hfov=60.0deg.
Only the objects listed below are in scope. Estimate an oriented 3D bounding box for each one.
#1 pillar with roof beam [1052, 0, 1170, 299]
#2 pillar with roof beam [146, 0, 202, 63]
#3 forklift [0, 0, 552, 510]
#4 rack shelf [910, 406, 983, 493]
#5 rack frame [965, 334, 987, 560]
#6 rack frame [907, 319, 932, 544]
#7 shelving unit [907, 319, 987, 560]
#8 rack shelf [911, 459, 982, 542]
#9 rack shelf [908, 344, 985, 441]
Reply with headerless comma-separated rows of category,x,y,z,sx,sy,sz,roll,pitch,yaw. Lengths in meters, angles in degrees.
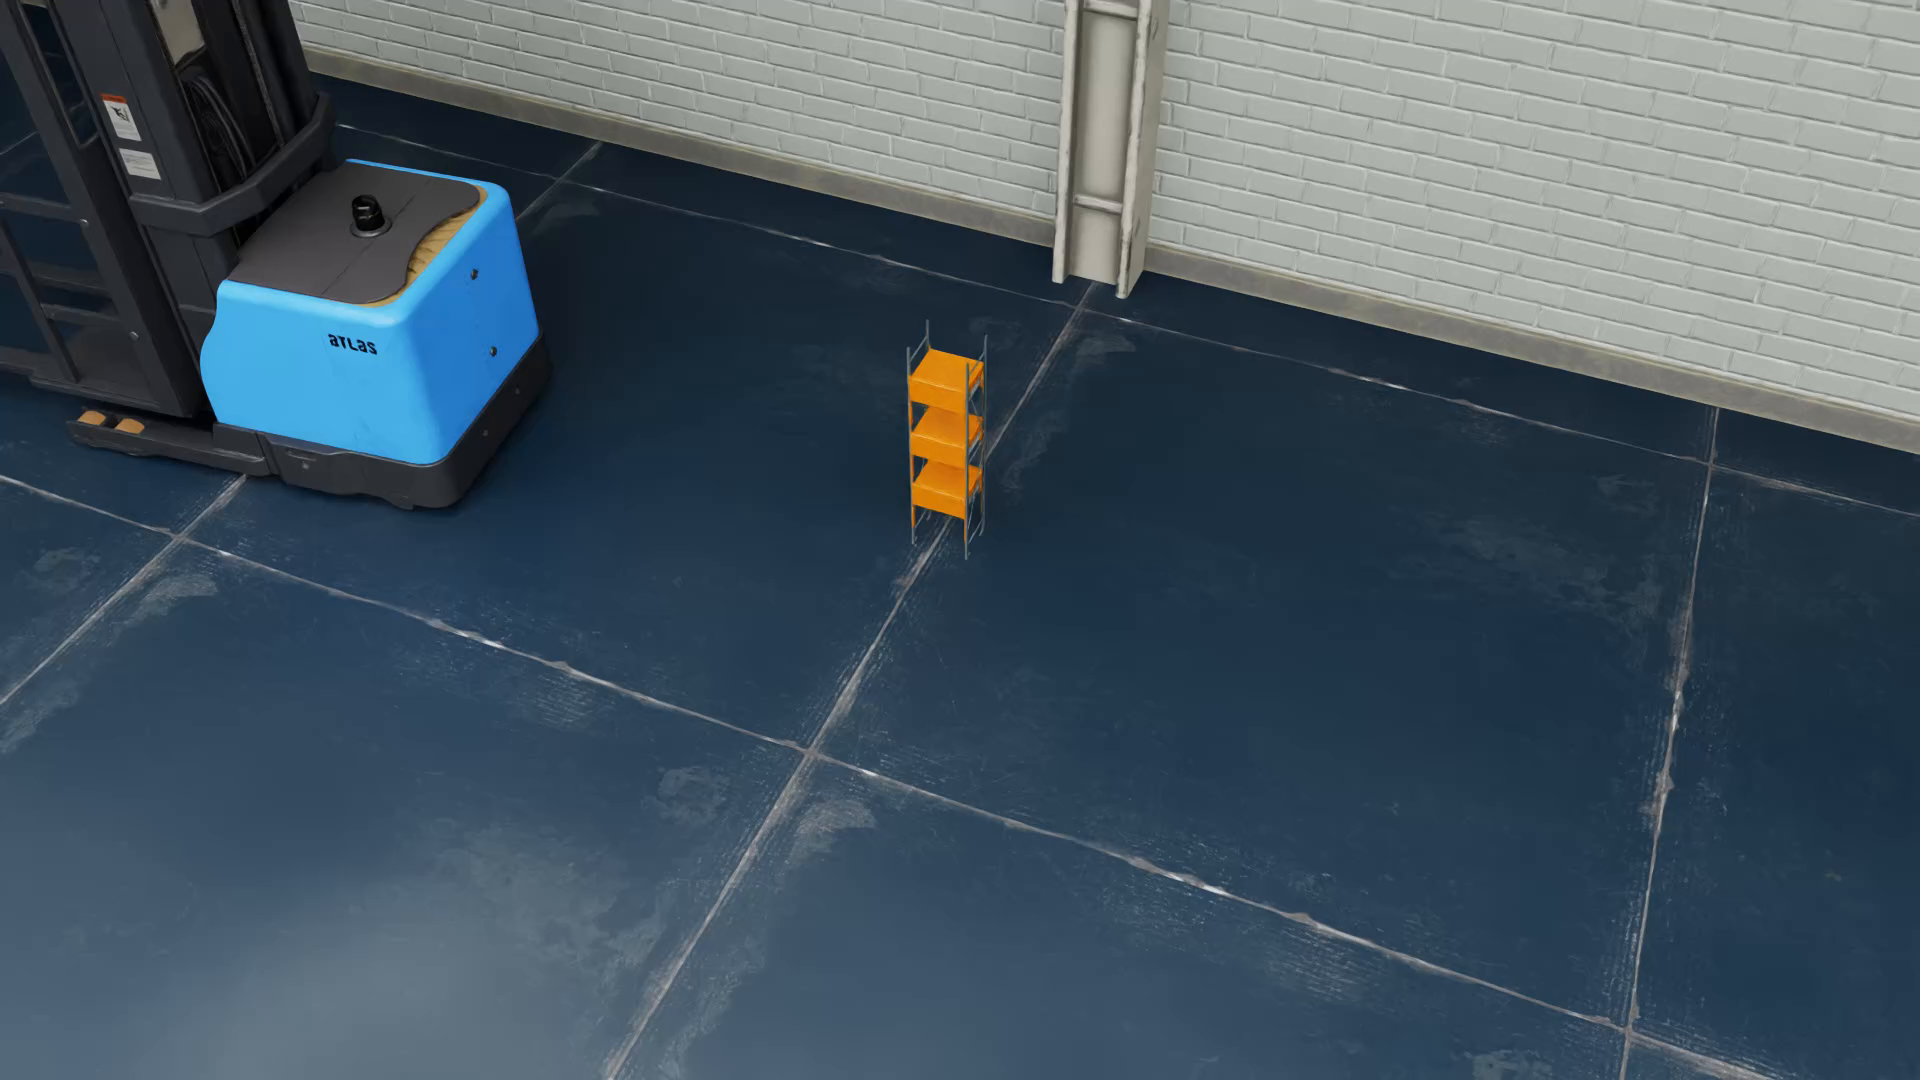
pillar with roof beam,-0.953,-1.743,2.461,0.400,9.000,9.100,16,47,16
pillar with roof beam,-6.491,-3.372,4.098,0.400,9.000,9.100,16,47,16
forklift,-3.483,-1.762,6.782,3.031,2.935,1.130,12,46,12
rack shelf,-0.049,-0.379,6.741,0.240,0.259,0.215,16,47,16
rack frame,0.063,-0.354,6.700,0.008,1.050,0.200,16,47,16
rack frame,-0.162,-0.420,6.767,0.008,1.050,0.200,16,47,16
shelving unit,-0.049,-0.387,6.733,0.252,1.050,0.215,16,47,16
rack shelf,-0.049,-0.182,6.937,0.240,0.259,0.215,16,47,16
rack shelf,-0.049,-0.580,6.541,0.240,0.259,0.215,16,47,16
